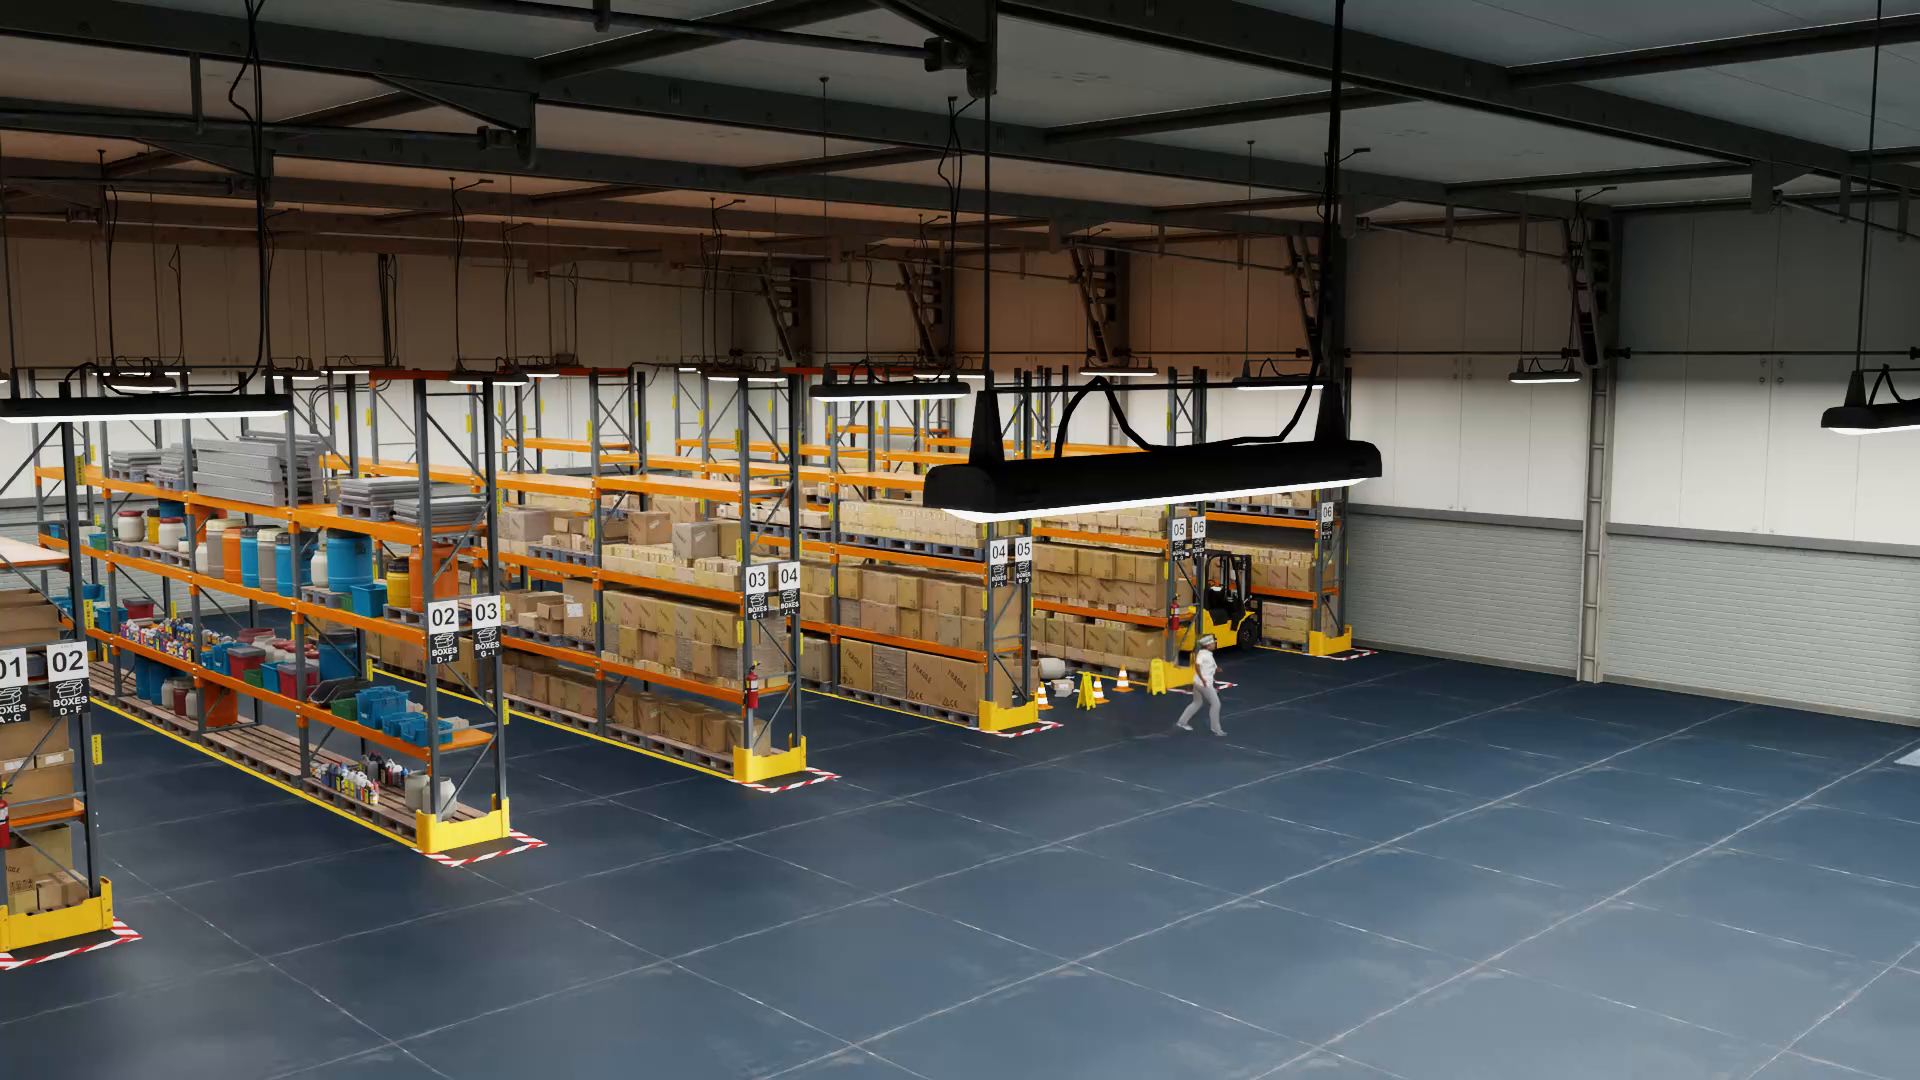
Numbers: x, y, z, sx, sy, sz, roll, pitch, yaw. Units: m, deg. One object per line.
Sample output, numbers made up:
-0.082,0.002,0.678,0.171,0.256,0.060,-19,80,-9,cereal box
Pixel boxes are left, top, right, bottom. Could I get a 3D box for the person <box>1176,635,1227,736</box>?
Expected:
4.009,2.409,27.381,0.832,1.725,0.650,0,6,-1,person
